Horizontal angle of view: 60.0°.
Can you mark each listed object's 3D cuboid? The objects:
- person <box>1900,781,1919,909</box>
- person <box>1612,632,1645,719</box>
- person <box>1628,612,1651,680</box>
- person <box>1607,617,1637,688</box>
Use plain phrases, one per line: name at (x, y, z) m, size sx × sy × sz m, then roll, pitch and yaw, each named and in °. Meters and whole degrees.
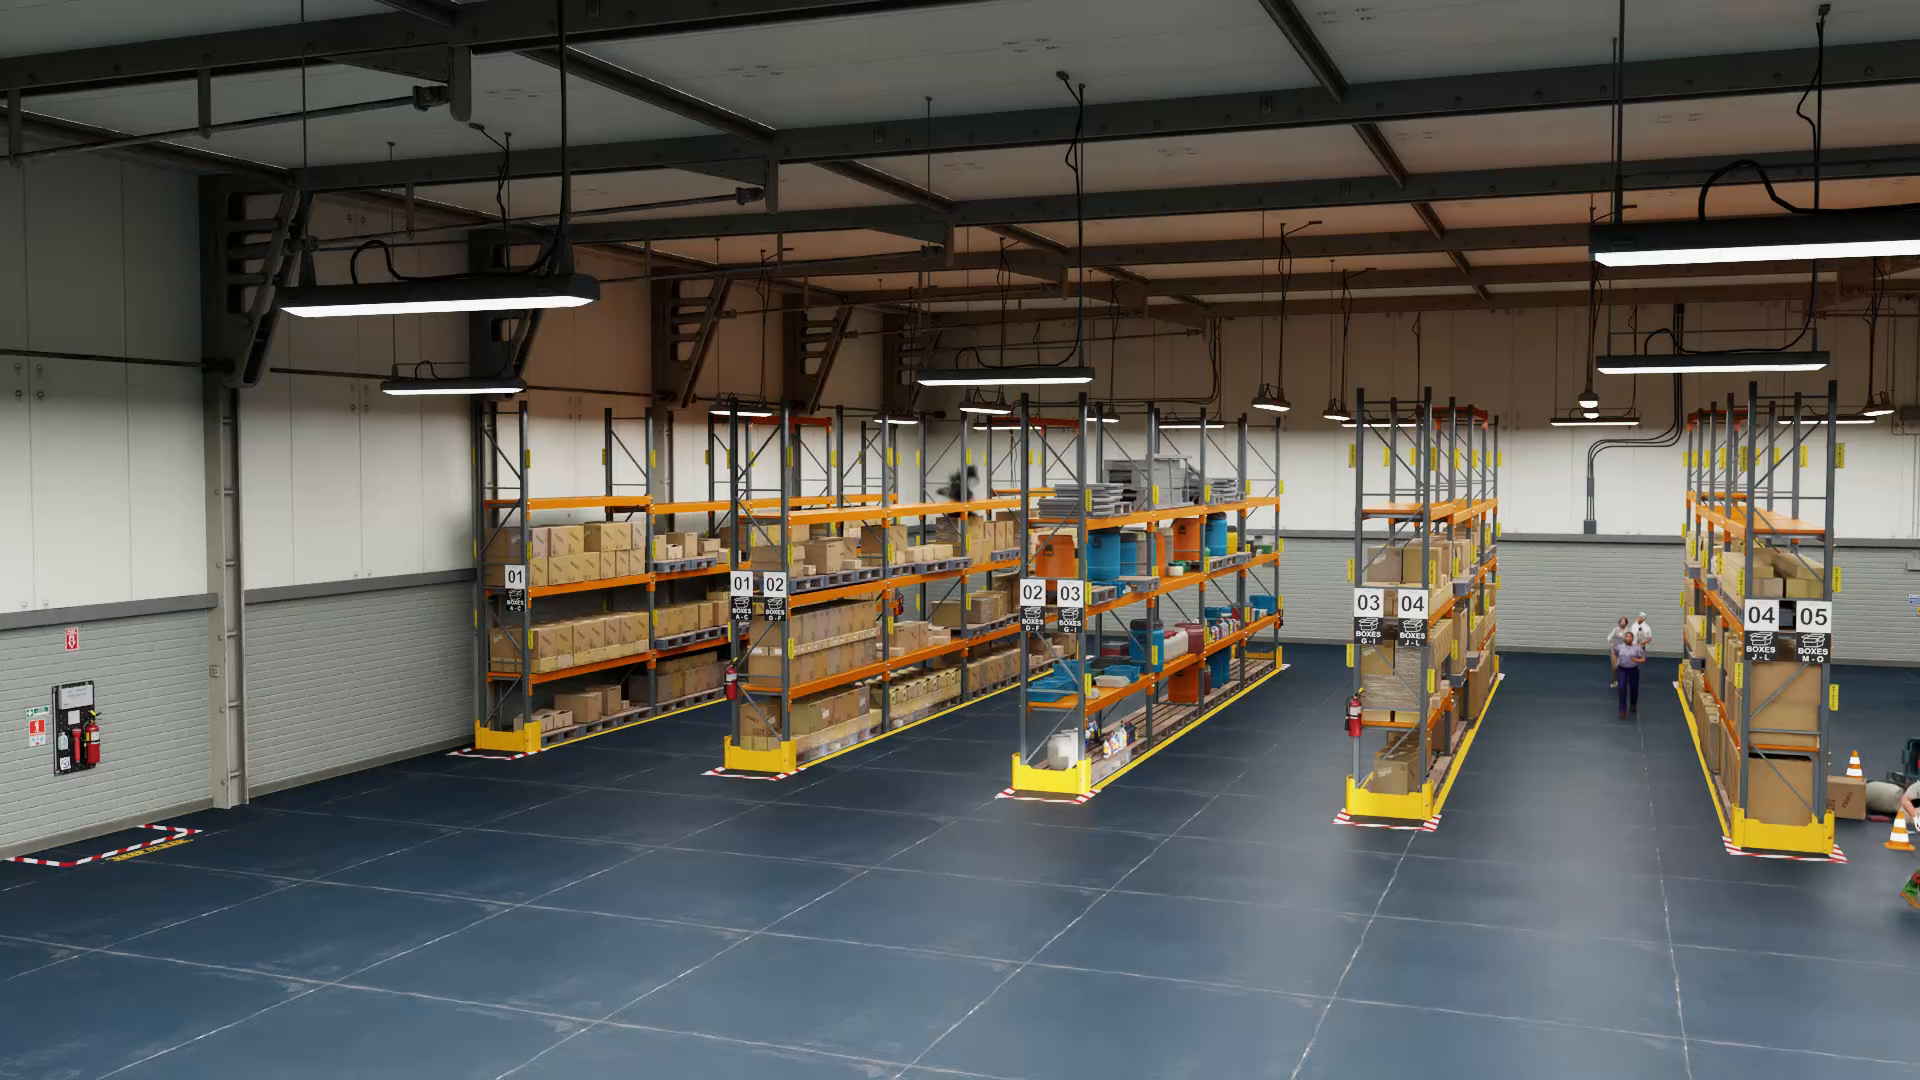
person at (10.645, 3.227, 18.062) m, size 0.624 × 1.833 × 0.866 m, roll -1°, pitch 3°, yaw -21°
person at (12.964, 2.593, 32.254) m, size 0.607 × 1.636 × 0.941 m, roll 1°, pitch 3°, yaw 23°
person at (15.265, 2.395, 37.593) m, size 0.549 × 1.569 × 0.812 m, roll -1°, pitch 3°, yaw -27°
person at (14.386, 2.450, 36.207) m, size 0.601 × 1.559 × 0.579 m, roll 2°, pitch 4°, yaw 39°
